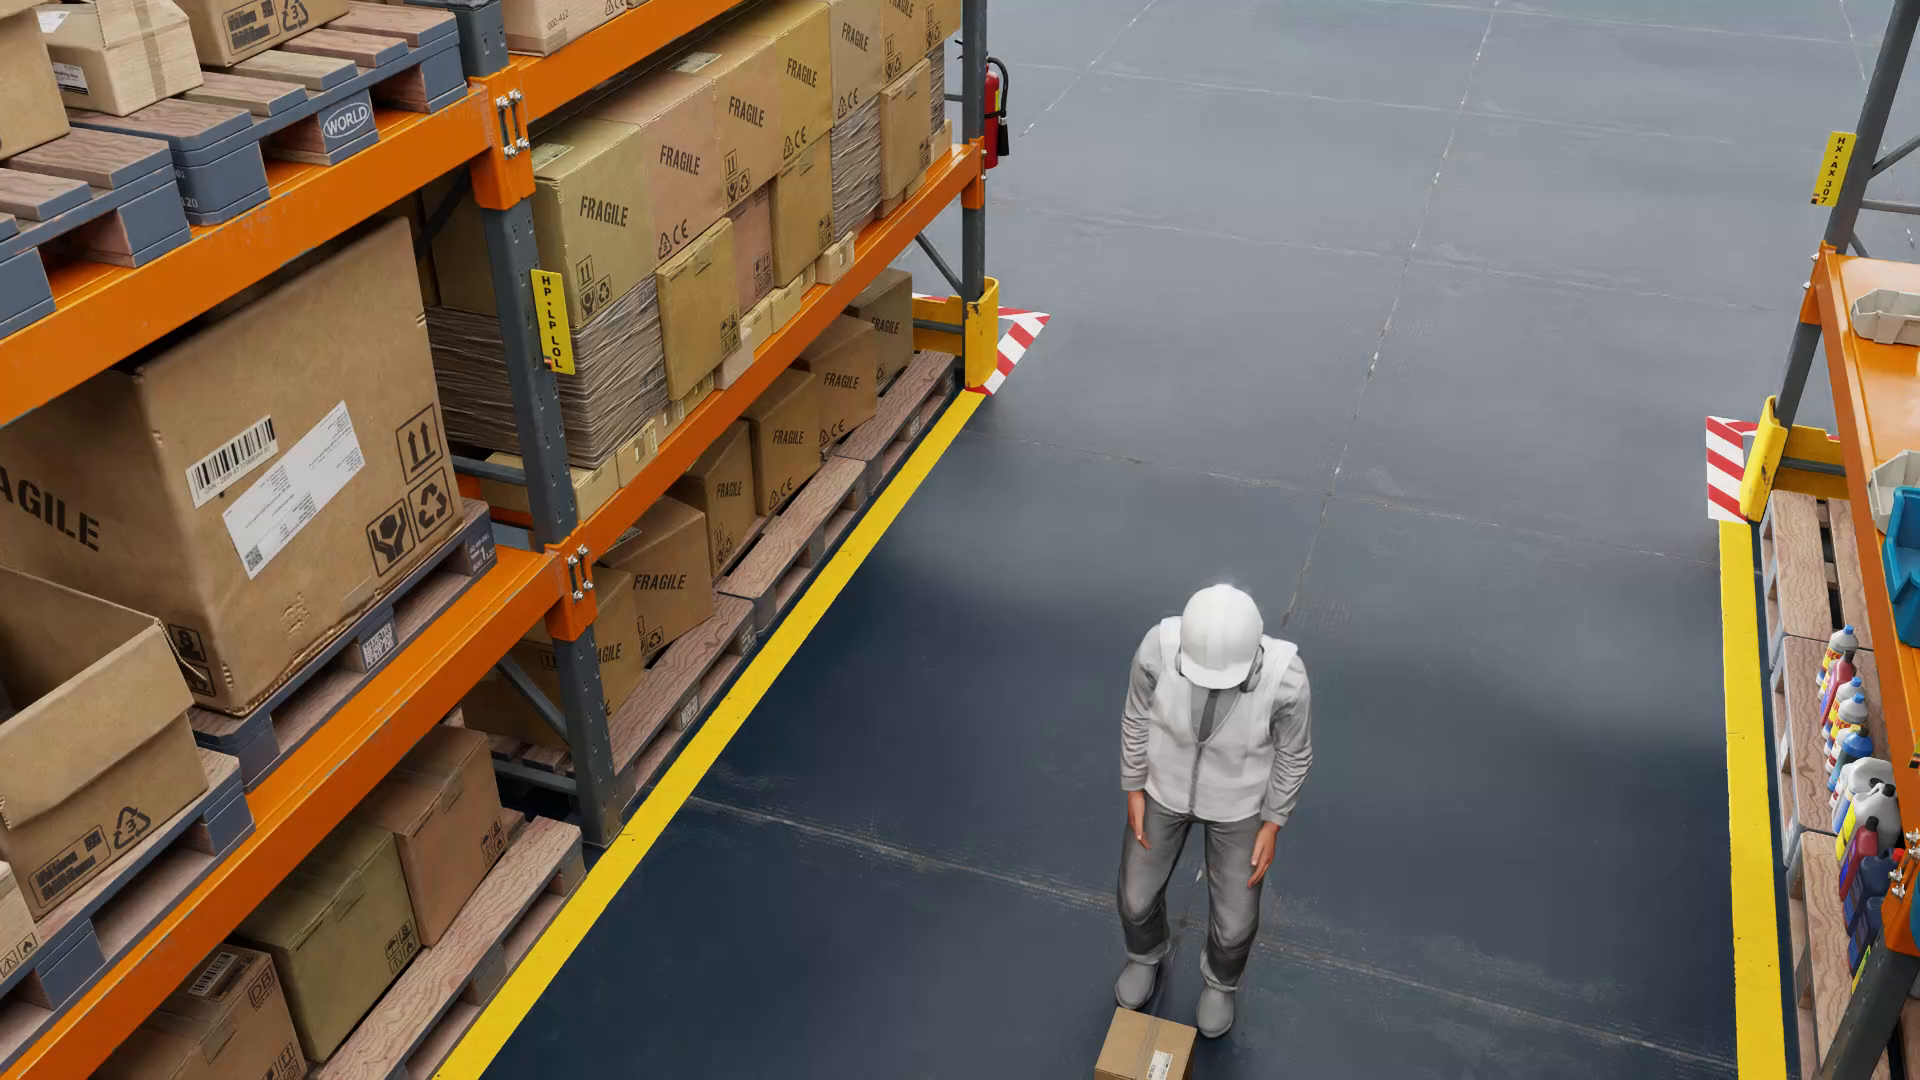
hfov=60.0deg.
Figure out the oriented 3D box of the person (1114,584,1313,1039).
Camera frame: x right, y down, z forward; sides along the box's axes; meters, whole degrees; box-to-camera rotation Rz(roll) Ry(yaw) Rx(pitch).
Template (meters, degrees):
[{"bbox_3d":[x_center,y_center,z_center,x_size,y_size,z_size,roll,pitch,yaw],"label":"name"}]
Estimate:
[{"bbox_3d":[0.746,0.784,4.990,0.567,1.695,0.516,12,35,18],"label":"person"}]
